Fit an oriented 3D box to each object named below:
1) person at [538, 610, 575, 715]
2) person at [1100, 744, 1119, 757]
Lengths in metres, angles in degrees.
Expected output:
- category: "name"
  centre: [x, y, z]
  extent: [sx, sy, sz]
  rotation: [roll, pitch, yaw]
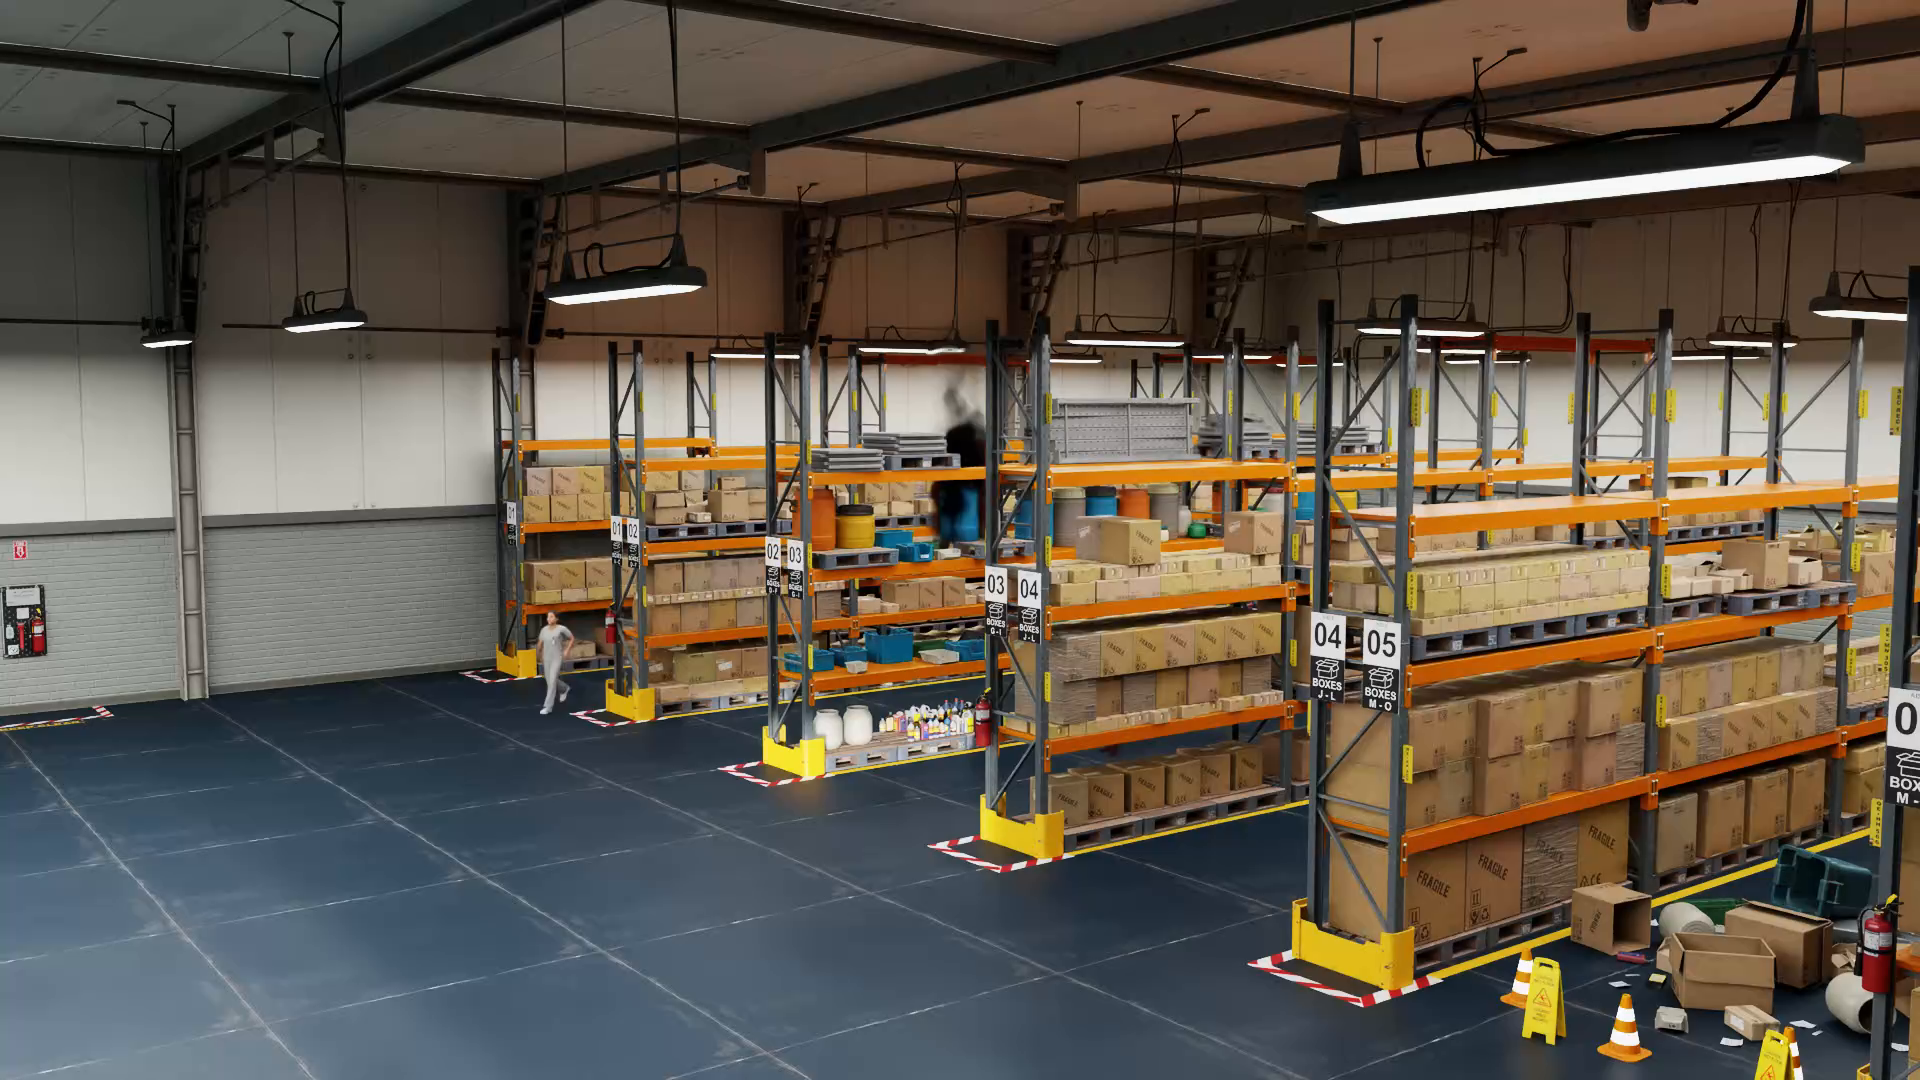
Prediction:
- category: "person"
  centre: [-6.588, 1.951, 27.035]
  extent: [0.578, 1.654, 0.943]
  rotation: [1, 5, 16]
- category: "person"
  centre: [1.937, 2.106, 22.587]
  extent: [0.604, 1.680, 0.580]
  rotation: [5, 7, 44]
